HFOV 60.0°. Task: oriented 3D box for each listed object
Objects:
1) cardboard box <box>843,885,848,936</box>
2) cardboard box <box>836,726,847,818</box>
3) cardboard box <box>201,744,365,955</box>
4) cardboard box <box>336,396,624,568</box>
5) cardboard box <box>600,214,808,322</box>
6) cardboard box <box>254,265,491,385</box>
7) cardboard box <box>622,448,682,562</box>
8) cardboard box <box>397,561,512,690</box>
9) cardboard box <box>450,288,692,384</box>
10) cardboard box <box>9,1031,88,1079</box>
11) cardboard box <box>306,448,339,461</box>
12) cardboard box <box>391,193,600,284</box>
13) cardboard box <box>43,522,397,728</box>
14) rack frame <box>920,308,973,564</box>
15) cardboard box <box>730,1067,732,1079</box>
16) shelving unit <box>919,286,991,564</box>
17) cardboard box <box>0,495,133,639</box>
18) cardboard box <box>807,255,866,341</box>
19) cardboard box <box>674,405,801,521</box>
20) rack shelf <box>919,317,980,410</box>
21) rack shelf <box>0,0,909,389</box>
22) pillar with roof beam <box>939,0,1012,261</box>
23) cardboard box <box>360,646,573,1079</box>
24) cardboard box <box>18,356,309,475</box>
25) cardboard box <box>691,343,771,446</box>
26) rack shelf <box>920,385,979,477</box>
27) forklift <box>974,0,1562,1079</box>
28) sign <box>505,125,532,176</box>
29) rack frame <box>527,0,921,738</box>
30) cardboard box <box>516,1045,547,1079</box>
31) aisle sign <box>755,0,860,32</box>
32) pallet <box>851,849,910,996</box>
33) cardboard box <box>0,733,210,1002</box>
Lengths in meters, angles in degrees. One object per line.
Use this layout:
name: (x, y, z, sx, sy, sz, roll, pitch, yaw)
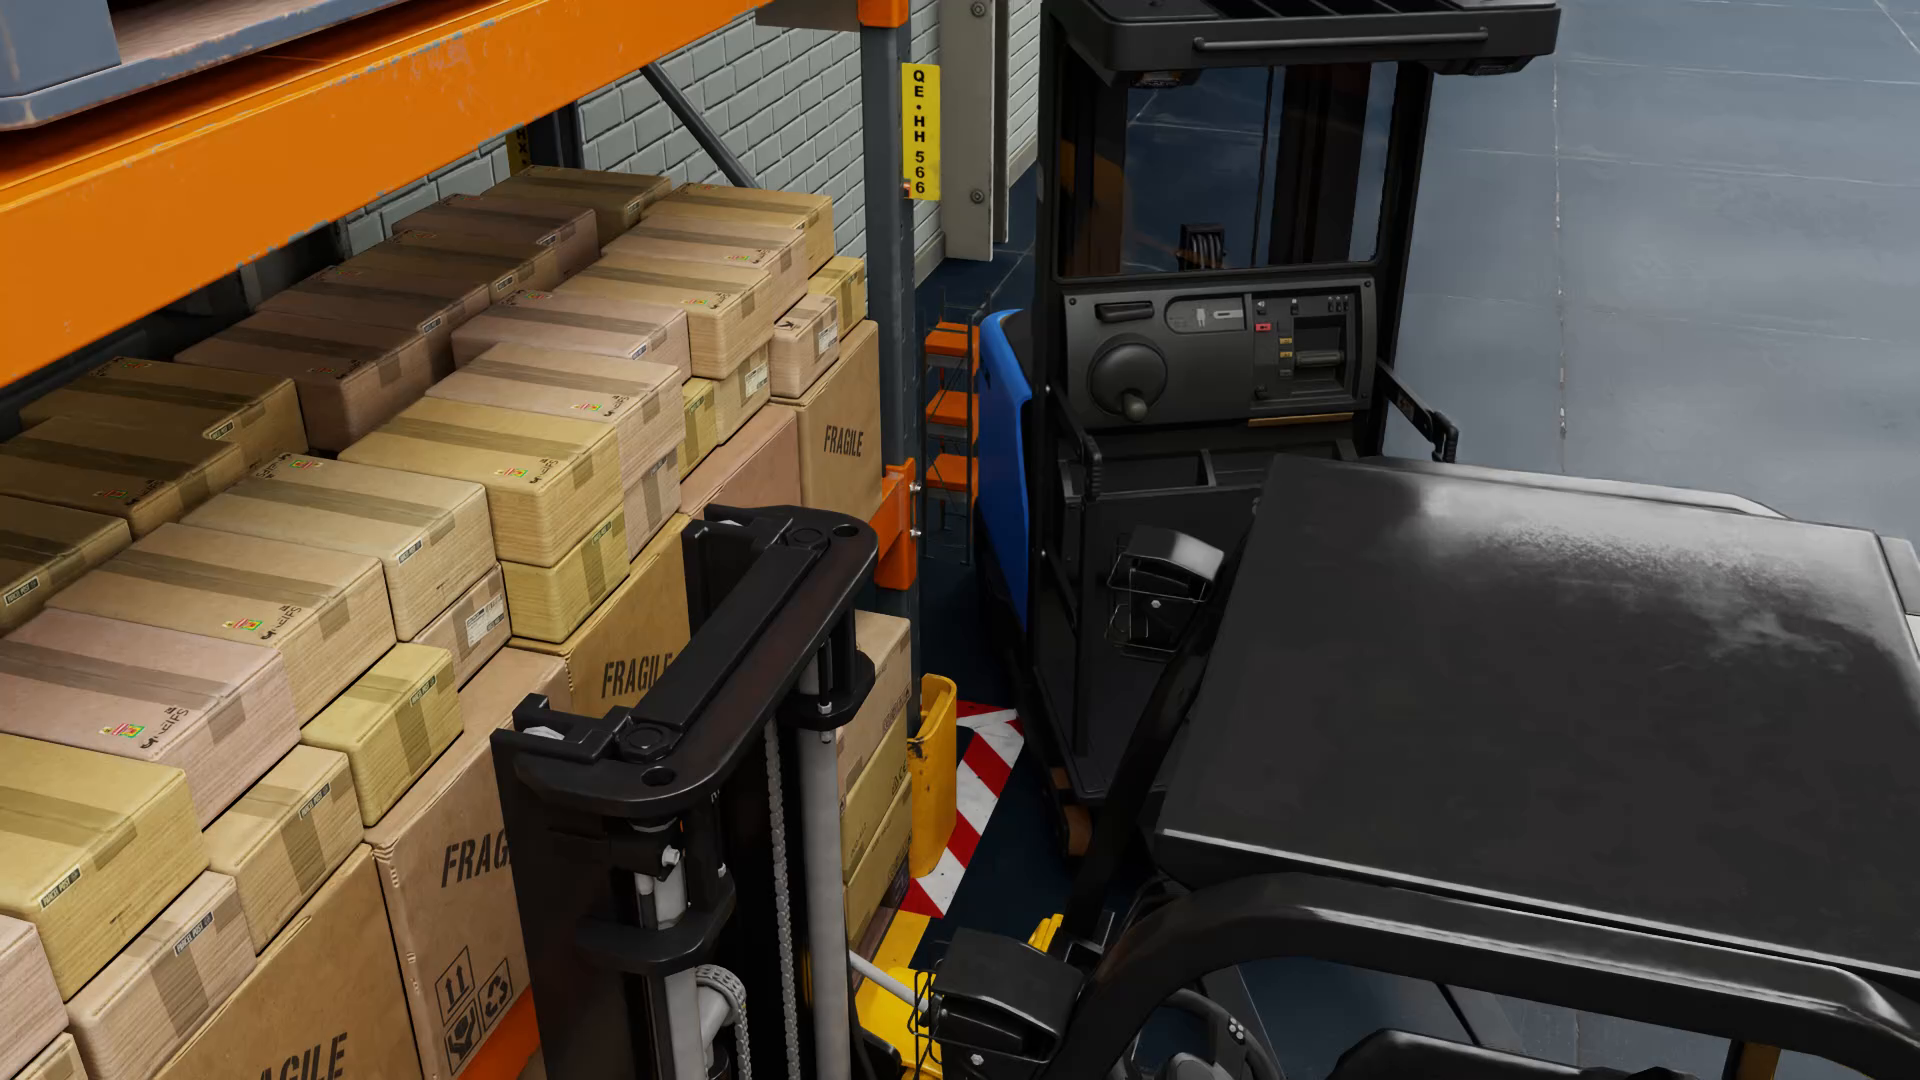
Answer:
cardboard box: (-0.601, 1.062, 4.151, 0.500, 0.250, 0.500, 8, 30, 15)
cardboard box: (-0.591, 0.629, 3.902, 0.500, 0.250, 0.500, 9, 30, 16)
cardboard box: (-1.036, 0.382, 2.208, 0.380, 0.149, 0.250, 8, 30, 13)
cardboard box: (-0.793, -0.102, 2.772, 0.380, 0.149, 0.250, 9, 30, 16)
cardboard box: (-0.557, -0.590, 3.650, 0.380, 0.149, 0.250, 9, 30, 15)
cardboard box: (-1.173, -0.426, 3.354, 0.380, 0.149, 0.250, 9, 30, 15)
cardboard box: (-0.742, -0.096, 3.066, 0.380, 0.149, 0.250, 8, 30, 13)
cardboard box: (-0.957, 0.128, 2.664, 0.380, 0.149, 0.250, 8, 30, 15)
cardboard box: (-0.752, -0.360, 3.235, 0.380, 0.149, 0.250, 9, 30, 15)
cardboard box: (-1.172, 0.623, 1.775, 0.380, 0.149, 0.250, 9, 30, 16)
cardboard box: (-1.327, -0.193, 3.242, 0.380, 0.149, 0.250, 9, 30, 15)
cardboard box: (-1.051, -0.666, 3.785, 0.380, 0.149, 0.250, 10, 30, 17)
cardboard box: (-1.049, 0.119, 2.375, 0.380, 0.149, 0.250, 9, 30, 15)
rack frame: (-0.052, -0.378, 6.349, 0.200, 1.050, 0.008, 9, 30, 15)
cardboard box: (-0.743, 1.096, 3.576, 0.500, 0.250, 0.500, 8, 30, 14)
shelving unit: (-0.016, -0.435, 6.450, 0.215, 1.050, 0.252, 9, 30, 15)
cardboard box: (-1.469, 0.058, 2.485, 0.380, 0.149, 0.250, 9, 30, 16)
cardboard box: (-0.444, -0.575, 3.928, 0.380, 0.149, 0.250, 9, 30, 16)
cardboard box: (-0.665, 0.013, 3.537, 0.500, 0.500, 0.500, 9, 30, 16)
rack shelf: (-0.015, -0.673, 6.317, 0.215, 0.259, 0.240, 9, 30, 15)
rack shelf: (-1.197, -0.516, 2.246, 1.077, 0.370, 4.000, 8, 30, 15)
pillar with roof beam: (4.200, -5.049, 6.570, 9.100, 9.000, 0.400, 8, 30, 15)
cardboard box: (-0.952, 0.487, 2.686, 0.500, 0.500, 0.500, 9, 30, 15)
cardboard box: (-1.398, -0.192, 2.933, 0.380, 0.149, 0.250, 8, 30, 14)
cardboard box: (-0.625, -0.340, 3.505, 0.380, 0.149, 0.250, 9, 30, 16)
rack shelf: (-0.016, -0.425, 6.456, 0.215, 0.259, 0.240, 9, 30, 15)
forklift: (0.796, -0.508, 4.649, 1.130, 2.935, 3.031, -4, 29, -8)
sign: (-1.139, -0.944, 4.389, 0.100, 0.325, 0.005, 8, 30, 15)
rack frame: (-0.610, -0.449, 4.471, 1.000, 3.000, 0.127, 8, 30, 15)
cardboard box: (-0.886, 1.099, 3.056, 0.500, 0.250, 0.500, 8, 30, 14)
aisle sign: (-0.310, -1.573, 3.819, 0.394, 0.787, 0.004, 8, 30, 15)
pallet: (-0.795, 1.131, 4.499, 1.003, 0.211, 1.213, 8, 30, 15)
cardboard box: (-1.126, 0.364, 1.935, 0.380, 0.149, 0.250, 8, 30, 14)
